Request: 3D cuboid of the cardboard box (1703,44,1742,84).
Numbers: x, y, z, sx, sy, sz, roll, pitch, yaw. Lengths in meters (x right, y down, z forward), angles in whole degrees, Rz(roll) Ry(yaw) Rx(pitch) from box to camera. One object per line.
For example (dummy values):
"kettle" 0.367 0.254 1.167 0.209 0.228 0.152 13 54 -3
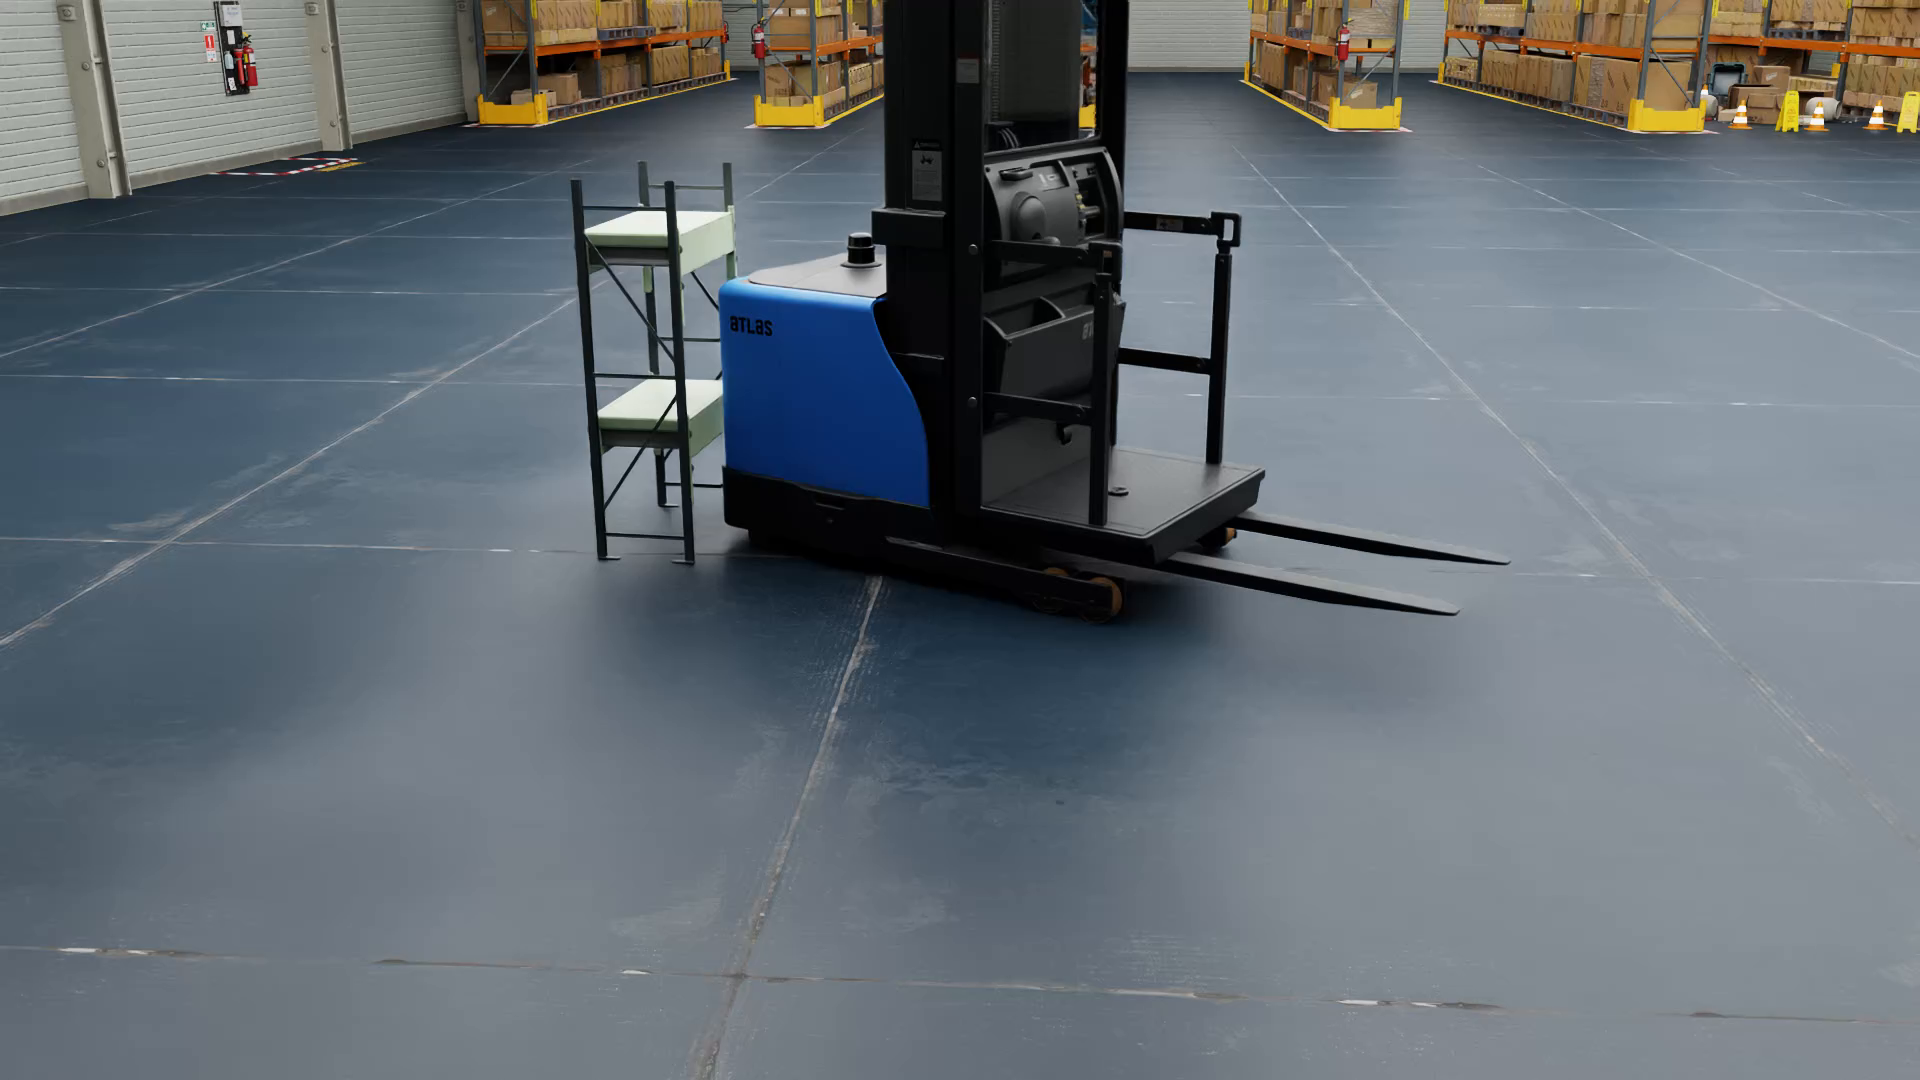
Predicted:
"cardboard box" 17.685 -10.962 38.299 0.875 0.875 0.875 2 18 6

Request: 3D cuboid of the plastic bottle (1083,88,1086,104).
"plastic bottle" 2.334 -8.318 31.146 0.061 0.283 0.133 1 18 4

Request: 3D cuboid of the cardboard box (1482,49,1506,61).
"cardboard box" 12.389 -11.190 38.393 0.500 0.250 0.500 0 18 1

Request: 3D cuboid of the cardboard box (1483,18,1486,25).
"cardboard box" 12.182 -11.850 38.000 0.380 0.149 0.250 1 18 4

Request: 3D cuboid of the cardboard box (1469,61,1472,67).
"cardboard box" 12.460 -11.447 39.990 0.380 0.149 0.250 1 18 3

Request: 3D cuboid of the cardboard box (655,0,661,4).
"cardboard box" -7.016 -12.134 37.263 0.500 0.250 0.500 1 18 3

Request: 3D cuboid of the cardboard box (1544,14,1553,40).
"cardboard box" 12.009 -10.248 33.222 0.500 0.500 0.500 1 18 3

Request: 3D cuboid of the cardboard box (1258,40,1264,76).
"cardboard box" 8.021 -12.137 41.884 0.875 0.875 0.875 1 18 4

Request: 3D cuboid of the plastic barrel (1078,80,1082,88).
"plastic barrel" 1.971 -7.951 29.691 0.421 0.512 0.421 0 18 0

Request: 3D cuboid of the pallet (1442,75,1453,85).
"pallet" 12.893 -11.688 42.254 1.003 0.211 1.213 1 18 4

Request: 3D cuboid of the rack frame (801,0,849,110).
"rack frame" -2.689 -9.926 32.398 1.000 3.000 0.127 1 18 4

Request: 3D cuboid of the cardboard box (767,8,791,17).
"cardboard box" -3.138 -9.162 28.865 0.380 0.149 0.250 1 18 3

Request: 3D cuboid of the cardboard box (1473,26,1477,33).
"cardboard box" 12.402 -12.103 39.446 0.380 0.149 0.250 1 18 2

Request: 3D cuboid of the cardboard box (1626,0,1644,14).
"cardboard box" 11.857 -9.191 28.179 0.875 0.550 0.550 1 18 4

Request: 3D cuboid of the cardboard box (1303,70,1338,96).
"cardboard box" 7.350 -9.236 33.601 0.700 0.500 0.500 0 18 -1

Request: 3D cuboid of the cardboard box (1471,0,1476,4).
"cardboard box" 12.501 -13.023 39.605 0.500 0.500 0.500 1 18 2

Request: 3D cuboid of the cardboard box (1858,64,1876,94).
"cardboard box" 16.738 -8.388 30.241 0.500 0.500 0.500 2 18 6

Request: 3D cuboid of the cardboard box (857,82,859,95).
"cardboard box" -2.341 -9.258 34.101 0.500 0.250 0.500 1 18 2

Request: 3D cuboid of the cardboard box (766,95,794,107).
"cardboard box" -3.232 -7.749 29.497 0.500 0.250 0.500 1 18 4

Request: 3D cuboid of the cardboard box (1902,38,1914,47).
"cardboard box" 16.625 -8.640 28.878 0.380 0.149 0.250 1 18 3

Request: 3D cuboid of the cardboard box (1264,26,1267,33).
"cardboard box" 7.460 -12.171 39.652 0.380 0.149 0.250 1 18 4

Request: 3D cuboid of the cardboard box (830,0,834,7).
"cardboard box" -2.749 -10.295 31.280 0.700 0.500 0.500 1 18 4

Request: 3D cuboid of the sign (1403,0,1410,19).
"sign" 7.446 -8.860 27.756 0.100 0.325 0.005 1 18 4

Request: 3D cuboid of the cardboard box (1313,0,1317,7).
"cardboard box" 6.906 -10.233 31.092 0.500 0.500 0.500 1 18 4

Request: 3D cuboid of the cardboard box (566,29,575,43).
"cardboard box" -7.461 -9.352 30.856 0.500 0.250 0.500 1 18 4

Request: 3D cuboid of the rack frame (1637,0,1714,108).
"rack frame" 11.845 -8.319 27.494 1.000 3.000 0.127 1 18 4

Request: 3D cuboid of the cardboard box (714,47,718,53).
"cardboard box" -6.548 -12.818 43.524 0.380 0.149 0.250 1 18 3

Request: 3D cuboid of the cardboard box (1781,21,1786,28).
"cardboard box" 17.035 -10.537 33.992 0.380 0.149 0.250 0 18 0

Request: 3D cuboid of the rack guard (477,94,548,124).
"rack guard" -7.912 -7.629 29.401 1.175 0.500 0.348 1 18 4

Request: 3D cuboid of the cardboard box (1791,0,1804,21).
"cardboard box" 17.038 -10.651 33.299 0.500 0.500 0.500 2 18 5

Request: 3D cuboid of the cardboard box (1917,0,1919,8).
"cardboard box" 16.652 -9.224 28.013 0.700 0.500 0.500 1 18 4

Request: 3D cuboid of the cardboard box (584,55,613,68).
"cardboard box" -7.532 -9.940 34.545 0.500 0.250 0.500 1 18 2

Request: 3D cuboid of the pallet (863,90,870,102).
"pallet" -2.500 -9.588 35.845 1.003 0.211 1.213 1 18 4

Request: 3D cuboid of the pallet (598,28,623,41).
"pallet" -7.430 -10.178 33.476 1.003 0.211 1.213 1 18 4

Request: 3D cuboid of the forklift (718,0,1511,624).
"forklift" 0.536 -1.279 6.120 3.031 2.935 1.130 11 21 31

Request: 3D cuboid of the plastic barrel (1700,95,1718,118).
"plastic barrel" 13.580 -7.950 30.507 0.512 0.421 0.421 17 25 41

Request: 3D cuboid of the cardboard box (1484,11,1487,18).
"cardboard box" 12.183 -11.995 37.963 0.380 0.149 0.250 2 18 5

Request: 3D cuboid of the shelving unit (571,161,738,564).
"shelving unit" -1.200 -0.742 6.779 0.431 1.500 0.755 3 18 9

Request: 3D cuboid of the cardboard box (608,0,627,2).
"cardboard box" -7.347 -11.634 35.703 0.380 0.149 0.250 -2 18 -5

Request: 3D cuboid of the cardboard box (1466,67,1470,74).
"cardboard box" 12.419 -11.305 40.033 0.380 0.149 0.250 1 18 2

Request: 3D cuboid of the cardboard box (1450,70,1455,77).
"cardboard box" 12.559 -11.740 41.839 0.380 0.149 0.250 2 18 5

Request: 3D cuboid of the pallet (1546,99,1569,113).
"pallet" 12.112 -8.478 32.456 1.003 0.211 1.213 1 18 4

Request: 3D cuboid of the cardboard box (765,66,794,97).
"cardboard box" -3.234 -8.106 29.381 0.500 0.500 0.500 1 18 4

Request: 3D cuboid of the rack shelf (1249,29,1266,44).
"rack shelf" 7.908 -12.467 41.310 1.077 0.370 4.000 1 18 4

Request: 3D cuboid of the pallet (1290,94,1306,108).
"pallet" 7.331 -9.000 34.051 1.003 0.211 1.213 1 18 4

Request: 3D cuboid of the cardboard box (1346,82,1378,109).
"cardboard box" 6.966 -7.666 28.842 0.500 0.500 0.500 5 19 14

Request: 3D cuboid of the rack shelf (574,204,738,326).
"rack shelf" -1.200 -1.113 6.658 0.431 0.370 0.720 3 18 9

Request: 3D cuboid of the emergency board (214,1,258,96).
"emergency board" -9.375 -6.399 21.636 0.194 1.169 0.643 1 18 4

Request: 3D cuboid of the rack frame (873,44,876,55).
"rack frame" -1.829 -13.653 43.772 1.000 3.000 0.127 1 18 4

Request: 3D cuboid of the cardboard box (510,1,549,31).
"cardboard box" -7.583 -9.229 29.276 0.500 0.500 0.500 1 18 4

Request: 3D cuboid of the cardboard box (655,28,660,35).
"cardboard box" -6.959 -11.423 37.339 0.380 0.149 0.250 2 18 6

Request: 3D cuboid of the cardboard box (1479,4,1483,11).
"cardboard box" 12.218 -12.297 38.407 0.380 0.149 0.250 2 18 7

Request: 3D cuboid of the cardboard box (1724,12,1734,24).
"cardboard box" 17.230 -11.527 36.722 0.500 0.250 0.500 1 18 2
